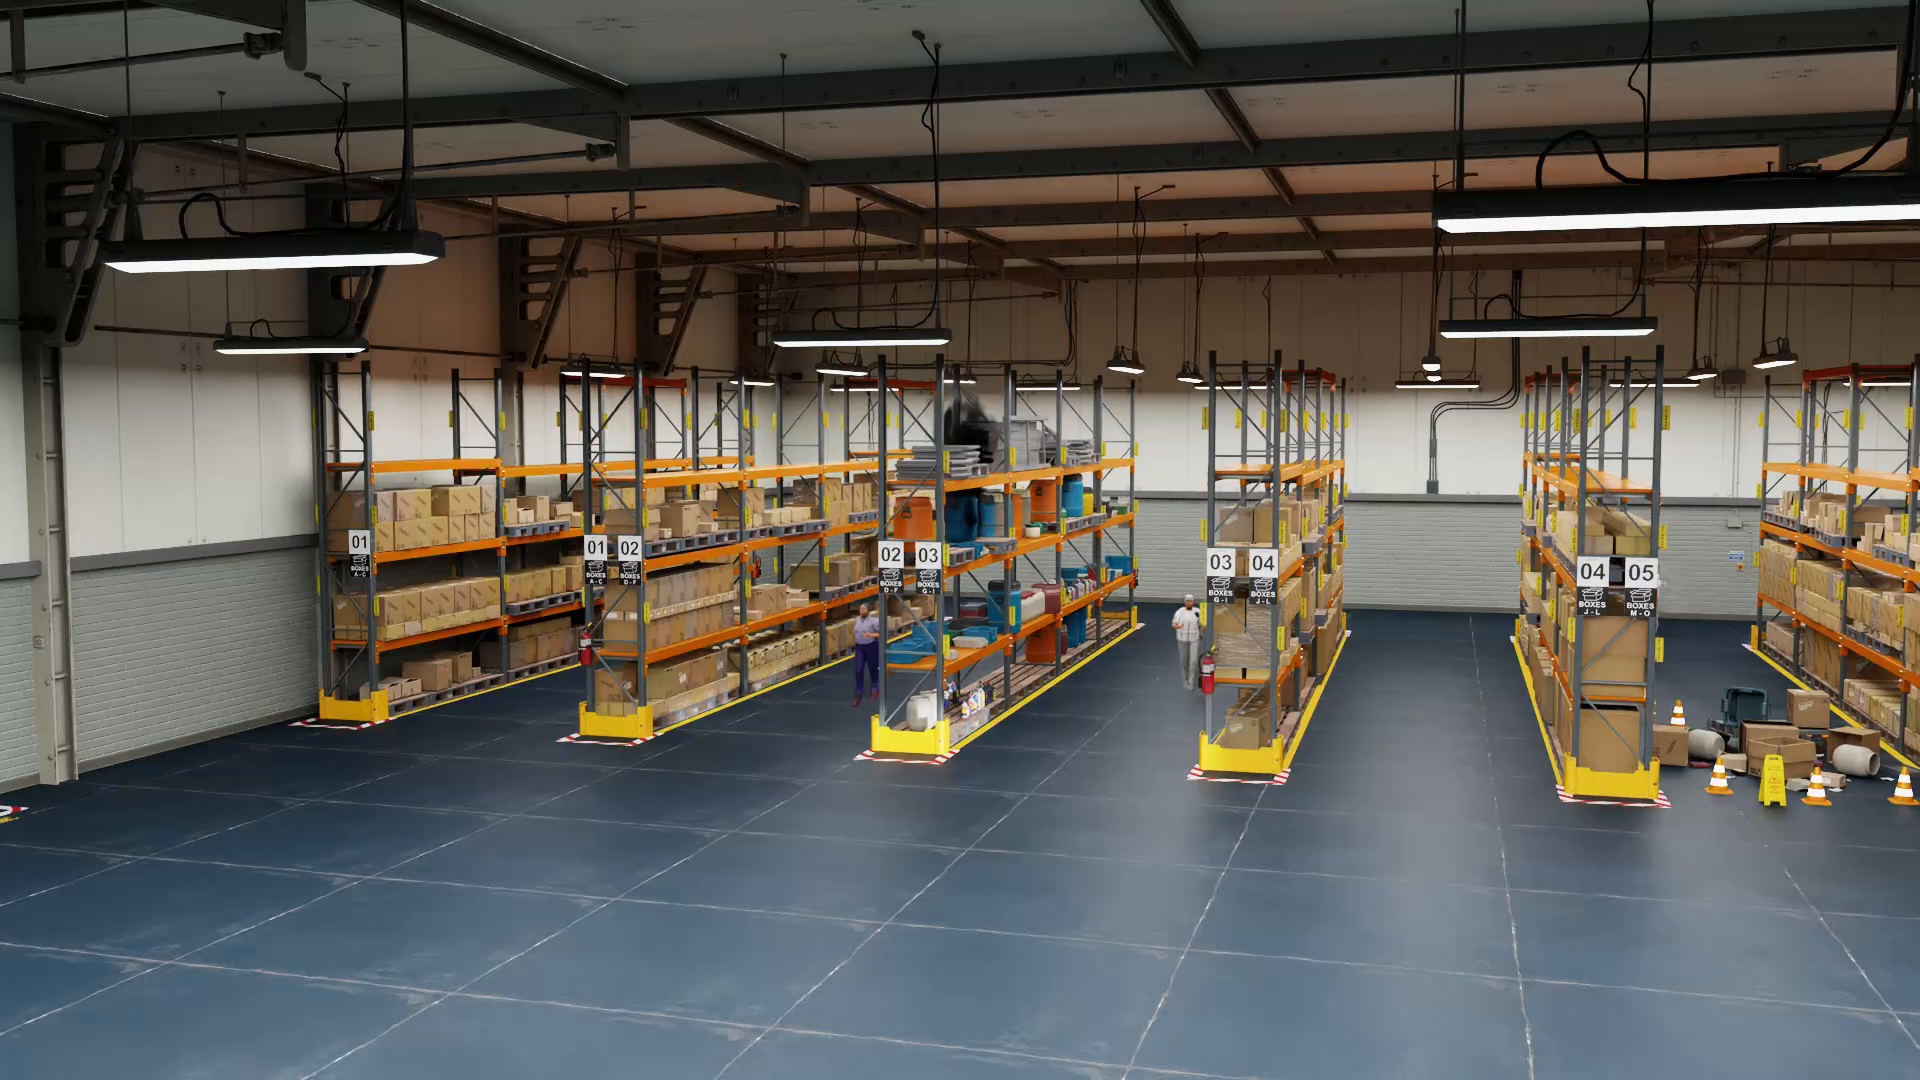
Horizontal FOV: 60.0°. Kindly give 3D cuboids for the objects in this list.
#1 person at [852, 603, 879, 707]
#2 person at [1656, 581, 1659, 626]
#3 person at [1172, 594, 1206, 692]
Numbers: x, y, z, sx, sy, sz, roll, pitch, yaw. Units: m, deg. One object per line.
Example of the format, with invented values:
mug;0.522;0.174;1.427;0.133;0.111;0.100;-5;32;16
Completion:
person;-1.550;1.915;27.940;0.565;1.695;0.750;1;4;19
person;16.002;1.331;39.021;0.910;1.688;0.610;0;4;-4
person;4.033;1.809;29.322;0.602;1.714;0.869;1;4;12
